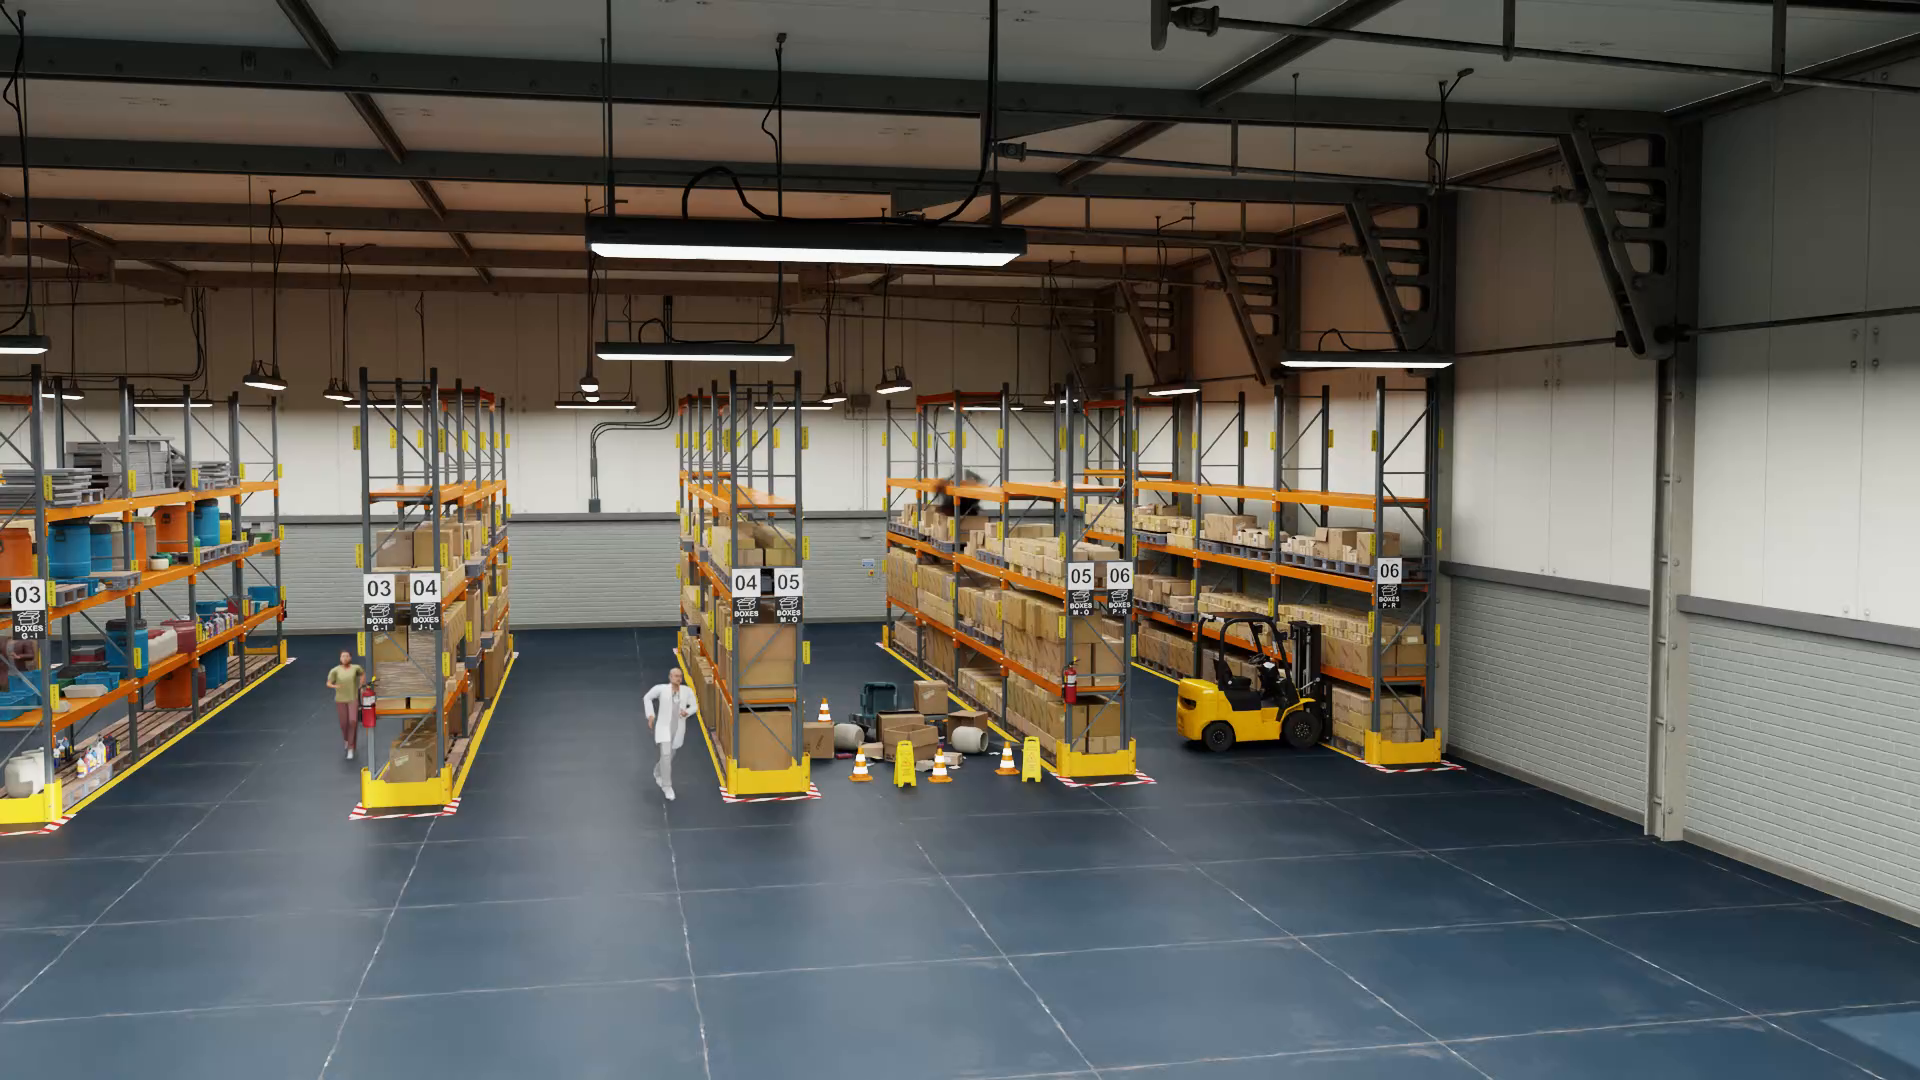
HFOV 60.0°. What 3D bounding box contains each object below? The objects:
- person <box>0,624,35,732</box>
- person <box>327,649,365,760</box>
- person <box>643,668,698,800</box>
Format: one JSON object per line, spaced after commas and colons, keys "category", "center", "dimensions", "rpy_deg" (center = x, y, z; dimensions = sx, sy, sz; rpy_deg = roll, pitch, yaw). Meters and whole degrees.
{"category": "person", "center": [-16.486, 2.369, 28.965], "dimensions": [0.689, 1.812, 0.984], "rpy_deg": [-1, 4, -22]}
{"category": "person", "center": [-9.759, 2.579, 26.441], "dimensions": [0.564, 1.691, 0.927], "rpy_deg": [-1, 4, -17]}
{"category": "person", "center": [-4.103, 2.717, 23.675], "dimensions": [0.710, 1.814, 0.999], "rpy_deg": [-2, 4, -29]}
